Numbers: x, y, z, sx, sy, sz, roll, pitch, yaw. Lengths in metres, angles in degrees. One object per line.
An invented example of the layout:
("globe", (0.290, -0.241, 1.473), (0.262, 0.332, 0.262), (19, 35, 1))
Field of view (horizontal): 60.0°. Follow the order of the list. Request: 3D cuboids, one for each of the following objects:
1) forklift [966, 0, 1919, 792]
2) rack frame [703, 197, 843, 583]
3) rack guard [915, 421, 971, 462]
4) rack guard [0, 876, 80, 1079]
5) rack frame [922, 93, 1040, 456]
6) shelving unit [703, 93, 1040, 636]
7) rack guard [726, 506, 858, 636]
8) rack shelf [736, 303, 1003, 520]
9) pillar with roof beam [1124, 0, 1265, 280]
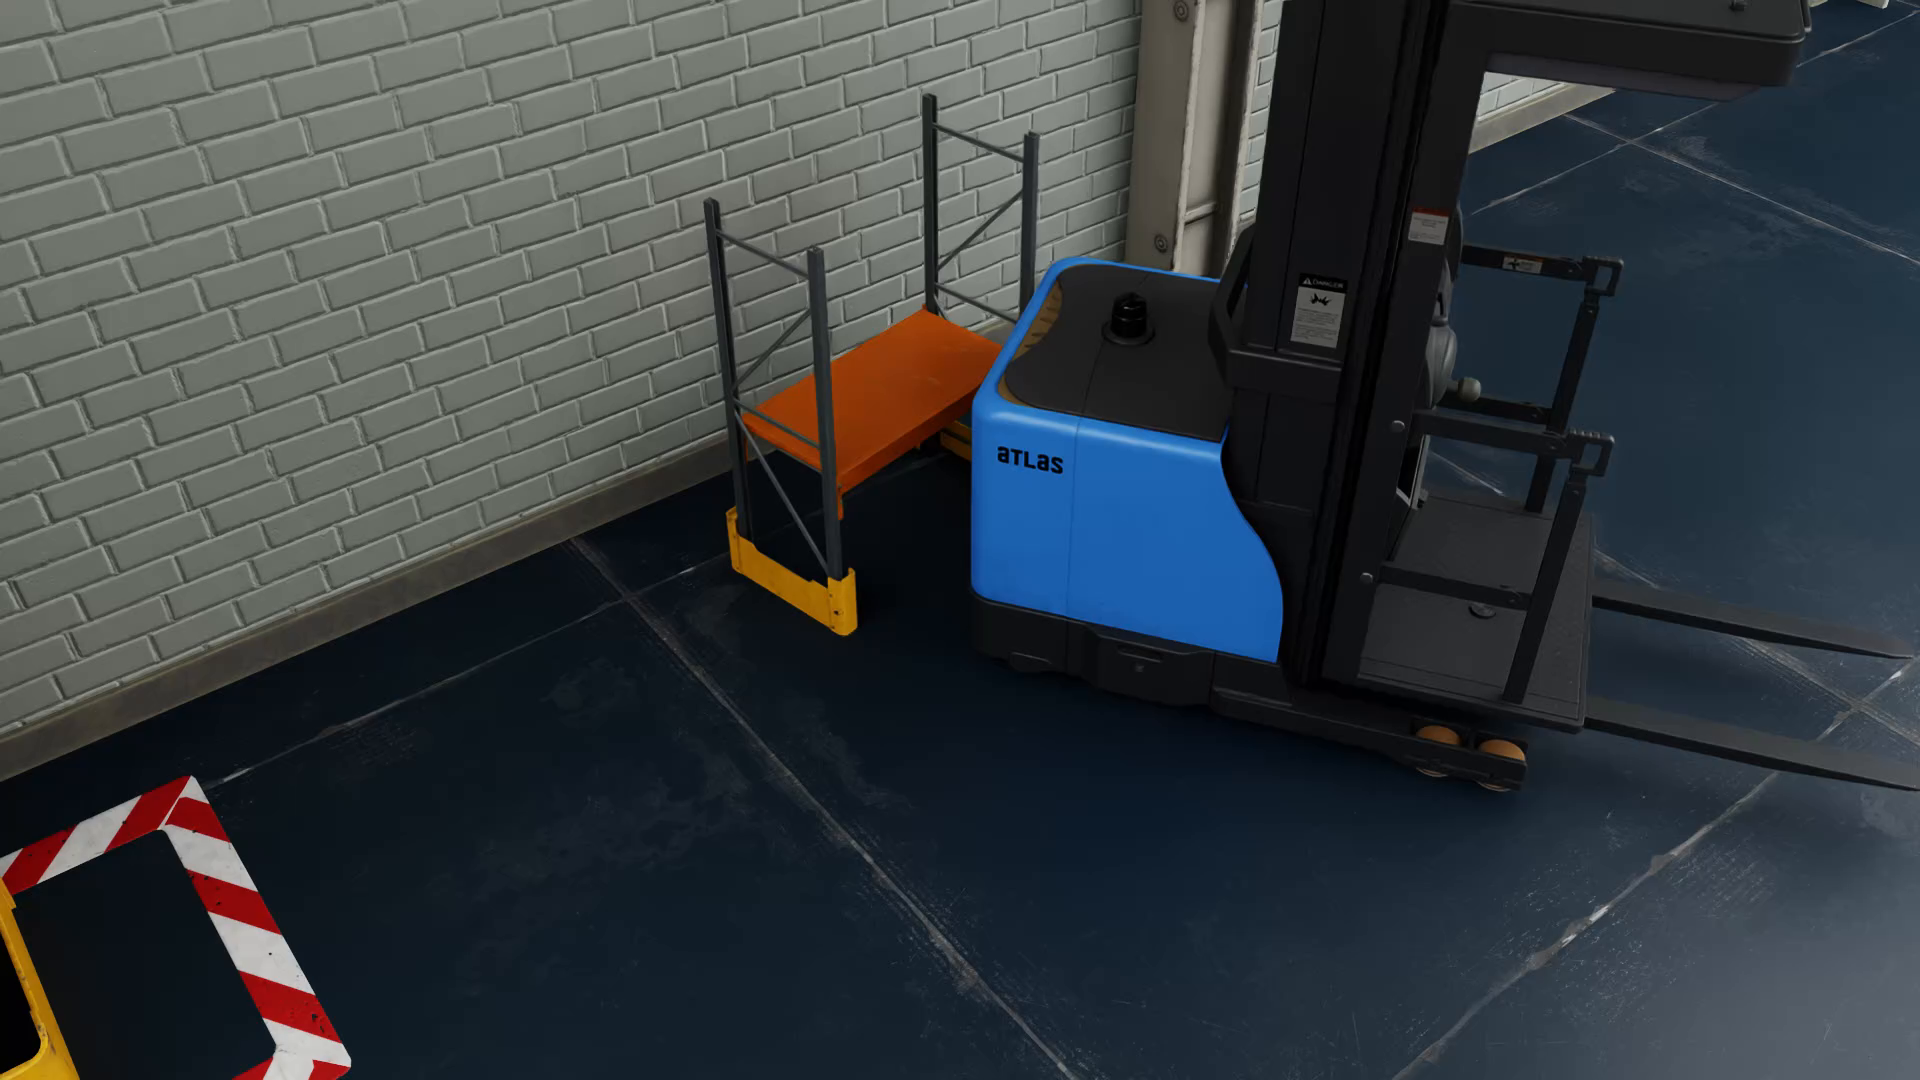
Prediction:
("forklift", (1.596, -0.717, 4.813), (3.031, 2.935, 1.130), (12, 41, 14))
("rack frame", (-0.602, -0.378, 5.528), (0.500, 1.500, 0.032), (29, 47, 31))
("rack guard", (0.054, -0.371, 6.506), (0.587, 0.250, 0.087), (29, 47, 31))
("rack guard", (-2.652, 1.193, 4.402), (0.348, 0.500, 1.175), (-26, 46, -28))
("rack frame", (0.067, -0.864, 6.121), (0.500, 1.500, 0.032), (29, 47, 31))
("shelving unit", (-0.274, -0.617, 5.819), (0.587, 1.500, 1.083), (29, 47, 31))
("rack guard", (-0.601, 0.104, 5.926), (0.587, 0.250, 0.087), (29, 47, 31))
("rack shelf", (-0.268, -0.482, 5.939), (0.538, 0.185, 1.000), (29, 47, 31))
("pillar with roof beam", (3.608, -2.422, 2.107), (0.400, 9.000, 9.100), (-26, 46, -28))
